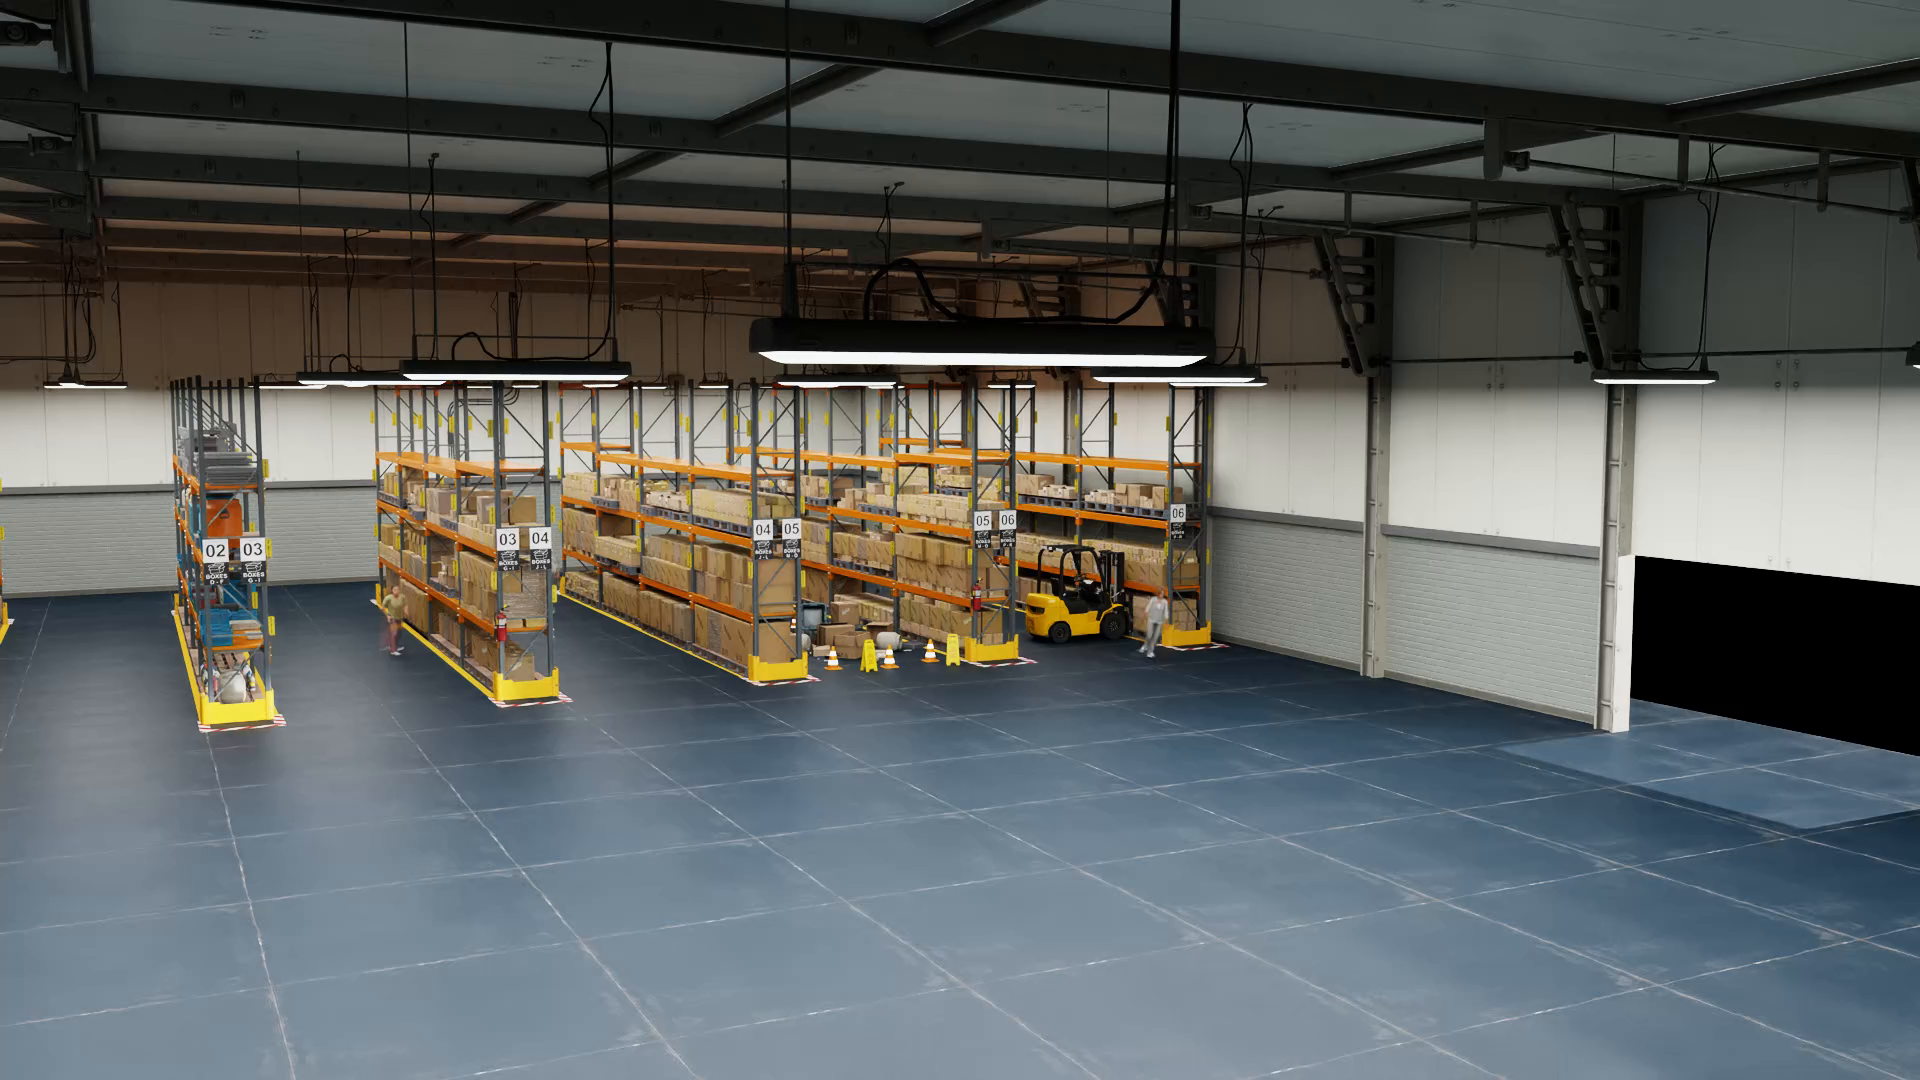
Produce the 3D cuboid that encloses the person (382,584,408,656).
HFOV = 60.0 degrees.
[{"bbox_3d":[-12.308,1.716,36.253,0.822,1.585,0.620,5,7,43],"label":"person"}]

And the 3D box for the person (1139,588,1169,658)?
[{"bbox_3d":[4.188,1.779,35.789,0.578,1.548,0.515,-1,5,-10],"label":"person"}]

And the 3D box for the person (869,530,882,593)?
[{"bbox_3d":[-2.400,0.573,45.161,0.637,1.716,0.805,-5,7,-44],"label":"person"}]

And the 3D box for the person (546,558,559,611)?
[{"bbox_3d":[-10.619,1.148,42.913,0.815,1.530,0.616,4,7,41],"label":"person"}]
